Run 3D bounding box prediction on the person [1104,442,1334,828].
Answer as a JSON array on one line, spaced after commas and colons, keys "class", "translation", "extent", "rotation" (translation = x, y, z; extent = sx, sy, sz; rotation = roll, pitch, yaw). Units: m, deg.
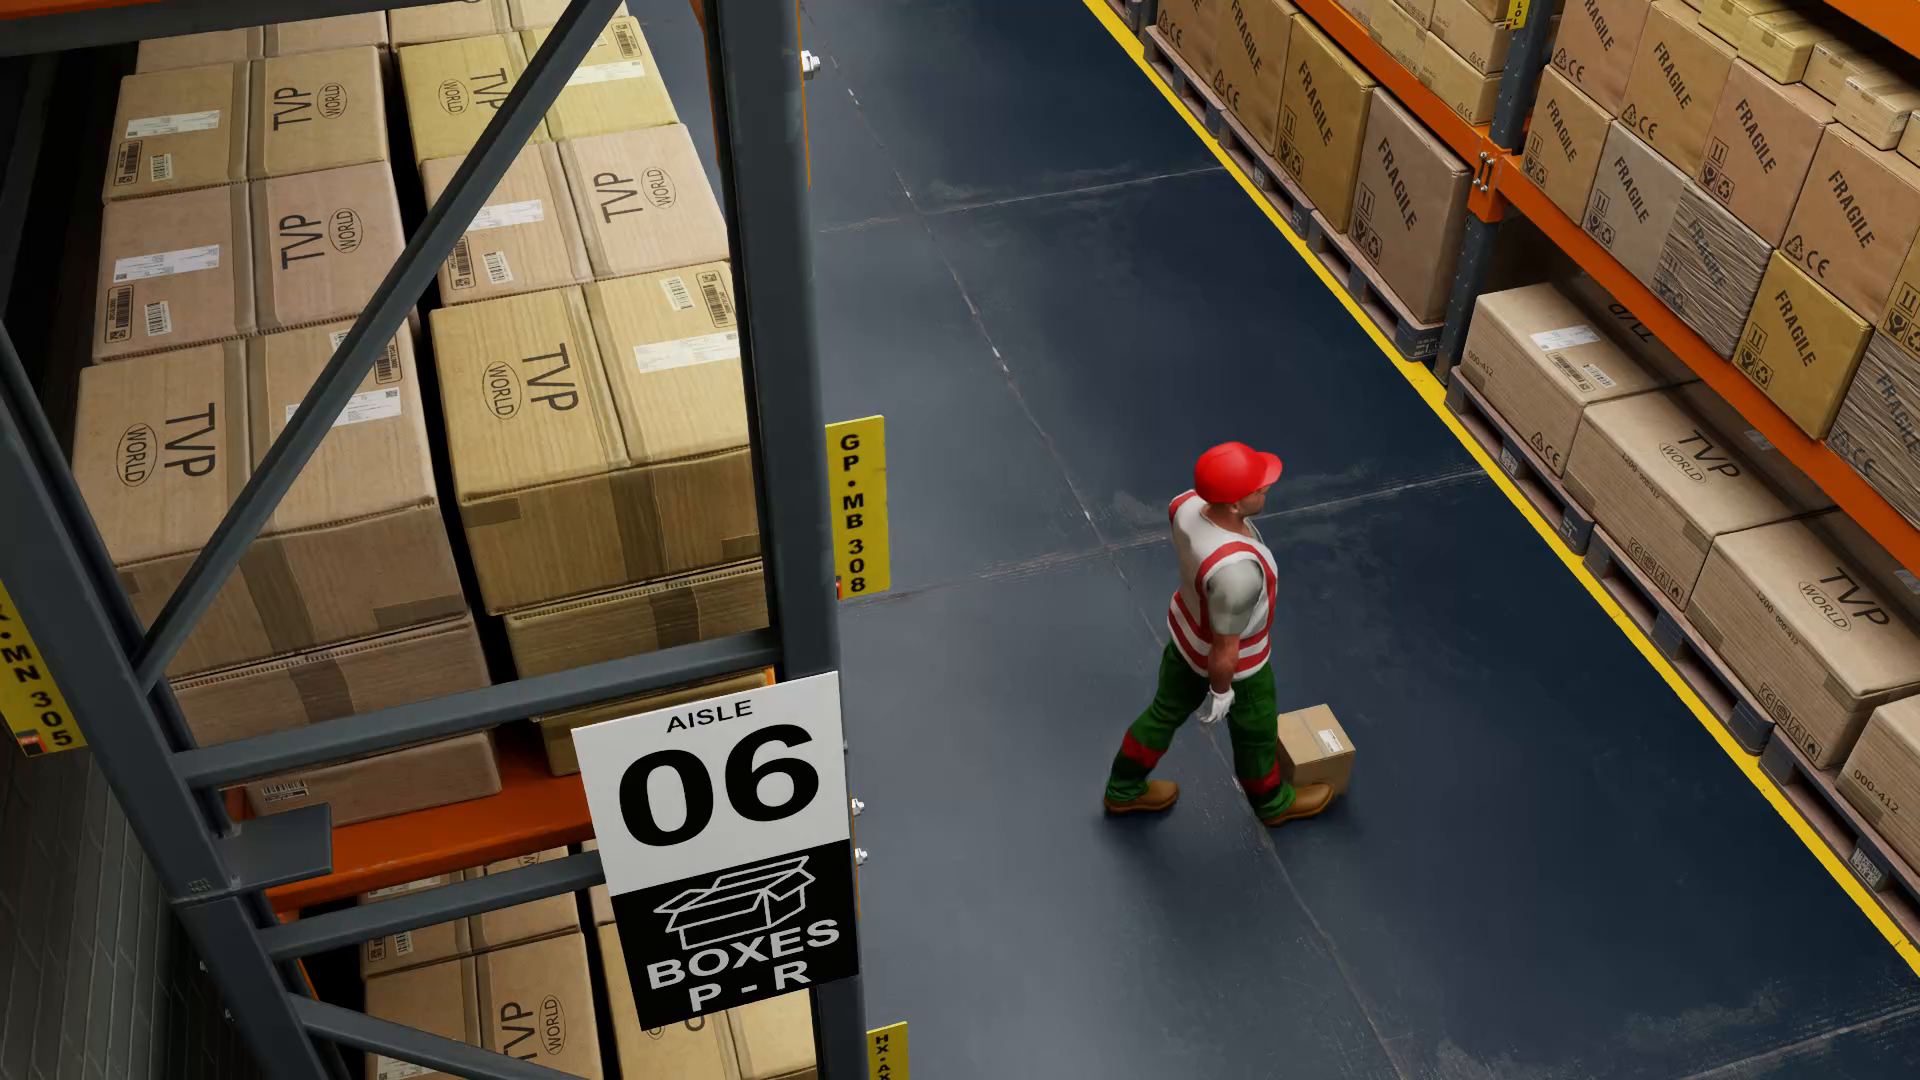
[{"class": "person", "translation": [0.963, 0.344, 5.778], "extent": [0.827, 1.779, 0.531], "rotation": [-12, 43, -13]}]
